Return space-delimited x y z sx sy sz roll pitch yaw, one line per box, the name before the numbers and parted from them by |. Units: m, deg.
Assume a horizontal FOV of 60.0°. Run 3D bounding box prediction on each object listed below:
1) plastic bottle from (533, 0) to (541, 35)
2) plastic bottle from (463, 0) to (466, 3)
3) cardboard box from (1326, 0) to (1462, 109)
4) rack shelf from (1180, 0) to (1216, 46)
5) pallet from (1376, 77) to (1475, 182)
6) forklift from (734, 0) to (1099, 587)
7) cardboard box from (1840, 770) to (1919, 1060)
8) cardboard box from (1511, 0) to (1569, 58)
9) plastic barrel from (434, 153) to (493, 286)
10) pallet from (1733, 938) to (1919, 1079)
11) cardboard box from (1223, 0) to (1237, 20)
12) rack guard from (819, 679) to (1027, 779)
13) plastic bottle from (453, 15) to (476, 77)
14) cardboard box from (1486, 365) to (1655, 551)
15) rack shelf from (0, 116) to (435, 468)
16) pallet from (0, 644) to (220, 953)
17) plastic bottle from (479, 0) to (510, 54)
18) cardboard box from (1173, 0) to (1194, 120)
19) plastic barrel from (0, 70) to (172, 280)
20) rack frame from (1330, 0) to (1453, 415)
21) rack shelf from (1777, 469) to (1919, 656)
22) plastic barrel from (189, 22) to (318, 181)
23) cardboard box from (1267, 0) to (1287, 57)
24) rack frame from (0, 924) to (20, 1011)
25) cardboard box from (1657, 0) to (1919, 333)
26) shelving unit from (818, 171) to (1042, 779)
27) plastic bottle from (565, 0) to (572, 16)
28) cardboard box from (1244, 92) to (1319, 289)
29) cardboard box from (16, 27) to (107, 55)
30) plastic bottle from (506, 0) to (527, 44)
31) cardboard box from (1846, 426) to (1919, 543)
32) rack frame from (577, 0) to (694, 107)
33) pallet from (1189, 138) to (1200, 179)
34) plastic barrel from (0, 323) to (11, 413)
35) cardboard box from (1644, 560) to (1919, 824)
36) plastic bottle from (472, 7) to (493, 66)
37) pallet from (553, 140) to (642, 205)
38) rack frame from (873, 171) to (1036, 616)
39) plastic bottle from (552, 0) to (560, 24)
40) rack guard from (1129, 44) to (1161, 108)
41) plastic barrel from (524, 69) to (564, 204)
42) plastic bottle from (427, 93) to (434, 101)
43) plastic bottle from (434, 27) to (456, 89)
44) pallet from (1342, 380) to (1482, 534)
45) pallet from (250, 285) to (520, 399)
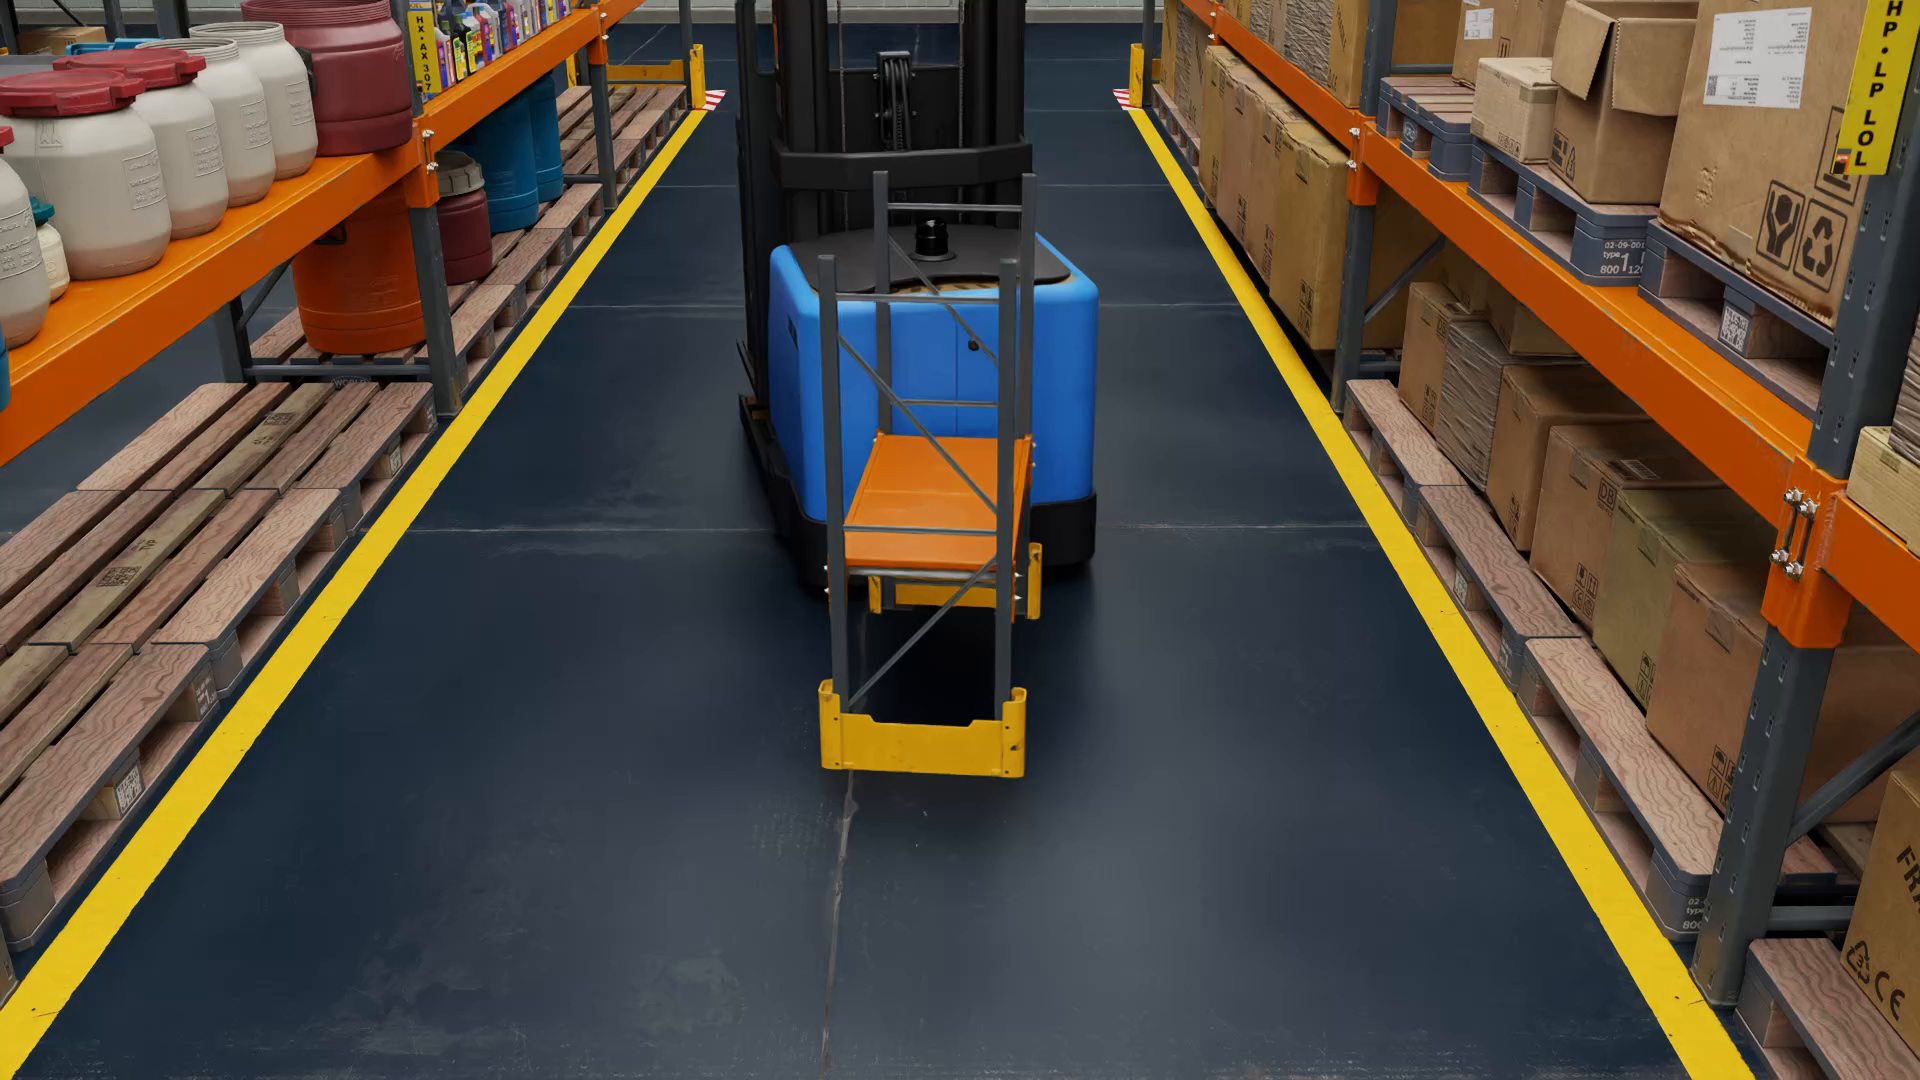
plastic bottle | -2.467 -3.007 9.409 0.152 0.276 0.135 0 24 -1
plastic bottle | -3.124 -3.397 10.181 0.144 0.351 0.185 0 24 -1
cardboard box | 1.939 -2.205 7.363 0.500 0.500 0.500 0 24 1
rack shelf | 2.127 -4.102 12.552 1.077 0.370 4.000 0 24 -1
pallet | 2.306 -1.576 6.328 1.213 0.211 1.003 0 24 -1
forklift | -0.350 -1.754 6.572 1.130 2.935 3.031 -5 25 -12
cardboard box | 2.200 0.804 3.356 0.500 0.500 0.500 -1 24 -2
cardboard box | 2.344 -1.742 5.831 0.700 0.500 0.500 3 25 7
plastic barrel | -2.795 -1.694 8.773 0.600 0.588 0.708 0 24 -1
pallet | 2.278 1.238 3.256 1.003 0.211 1.213 0 24 -1
cardboard box | 1.903 -3.460 10.139 0.500 0.500 0.500 0 24 0
rack guard | -0.106 0.539 4.754 0.587 0.250 0.087 2 24 5
plastic bottle | -2.405 -2.402 8.064 0.061 0.283 0.133 0 24 -1
cardboard box | 2.251 -0.280 5.729 0.700 0.500 0.500 2 24 4
rack shelf | -2.739 -0.783 5.214 1.077 0.370 4.000 0 24 -1
pallet | -2.764 0.661 4.533 1.003 0.211 1.213 0 24 -1
plastic bottle | -2.455 -2.729 8.704 0.144 0.351 0.185 0 24 -1
cardboard box | 2.202 -3.838 13.166 0.875 0.875 0.875 0 24 -1
plastic barrel | -2.516 -1.046 4.758 0.433 0.535 0.433 0 24 0
rack frame | 2.192 -1.957 6.937 1.000 3.000 0.127 0 24 -1
rack shelf | 2.258 0.843 1.619 1.077 0.370 4.000 0 24 -1
plastic barrel | -2.536 -1.563 5.930 0.421 0.512 0.421 0 24 0
cardboard box | 1.926 -2.834 8.754 0.500 0.500 0.500 0 24 0
rack frame | -2.717 -0.286 3.243 1.000 3.000 0.127 0 24 -1
cardboard box | 2.367 -1.101 3.808 1.000 1.000 1.000 0 24 0
shelving unit | -0.061 -0.234 4.948 0.587 1.500 1.083 2 24 5
plastic bottle | -2.477 -3.365 10.202 0.152 0.276 0.135 0 24 -1
cardboard box | 2.203 -1.832 8.729 1.225 0.875 0.875 0 24 0
cardboard box | -7.549 -4.049 14.062 0.500 0.500 0.500 0 24 -1
plastic bottle | -2.463 -2.856 9.076 0.152 0.276 0.135 0 24 -1
cardboard box | 1.937 -0.104 3.145 0.380 0.149 0.250 0 24 -1
rack frame | -2.848 -5.231 14.176 1.000 3.000 0.127 0 24 -1
pallet | 2.218 -2.648 11.850 1.003 0.211 1.213 0 24 -1
plastic barrel | -2.418 -0.675 3.495 0.600 0.901 0.708 0 24 -1
cardboard box | 2.251 0.377 4.277 0.700 0.500 0.500 -2 24 -5
plastic bottle | -2.409 -2.538 8.362 0.061 0.283 0.133 0 24 -1
pallet | -2.851 -2.615 11.776 1.003 0.211 1.213 0 24 -1
rack frame | -0.017 -0.439 5.401 0.500 1.500 0.032 2 24 5
plastic bottle | -2.473 -3.215 9.869 0.152 0.276 0.135 0 24 -1
rack guard | 2.105 -4.124 14.763 1.175 0.500 0.348 0 24 -1
plastic barrel | -2.815 -2.594 10.382 0.600 0.901 0.708 0 24 -1
plastic bottle | -2.416 -2.104 7.418 0.097 0.271 0.097 0 24 0
plastic bottle | -2.447 -2.249 7.732 0.152 0.276 0.135 0 24 -1
pallet | 2.199 -0.364 6.800 1.003 0.211 1.213 0 24 -1
pallet | -2.811 -0.989 8.180 1.003 0.211 1.213 0 24 -1
